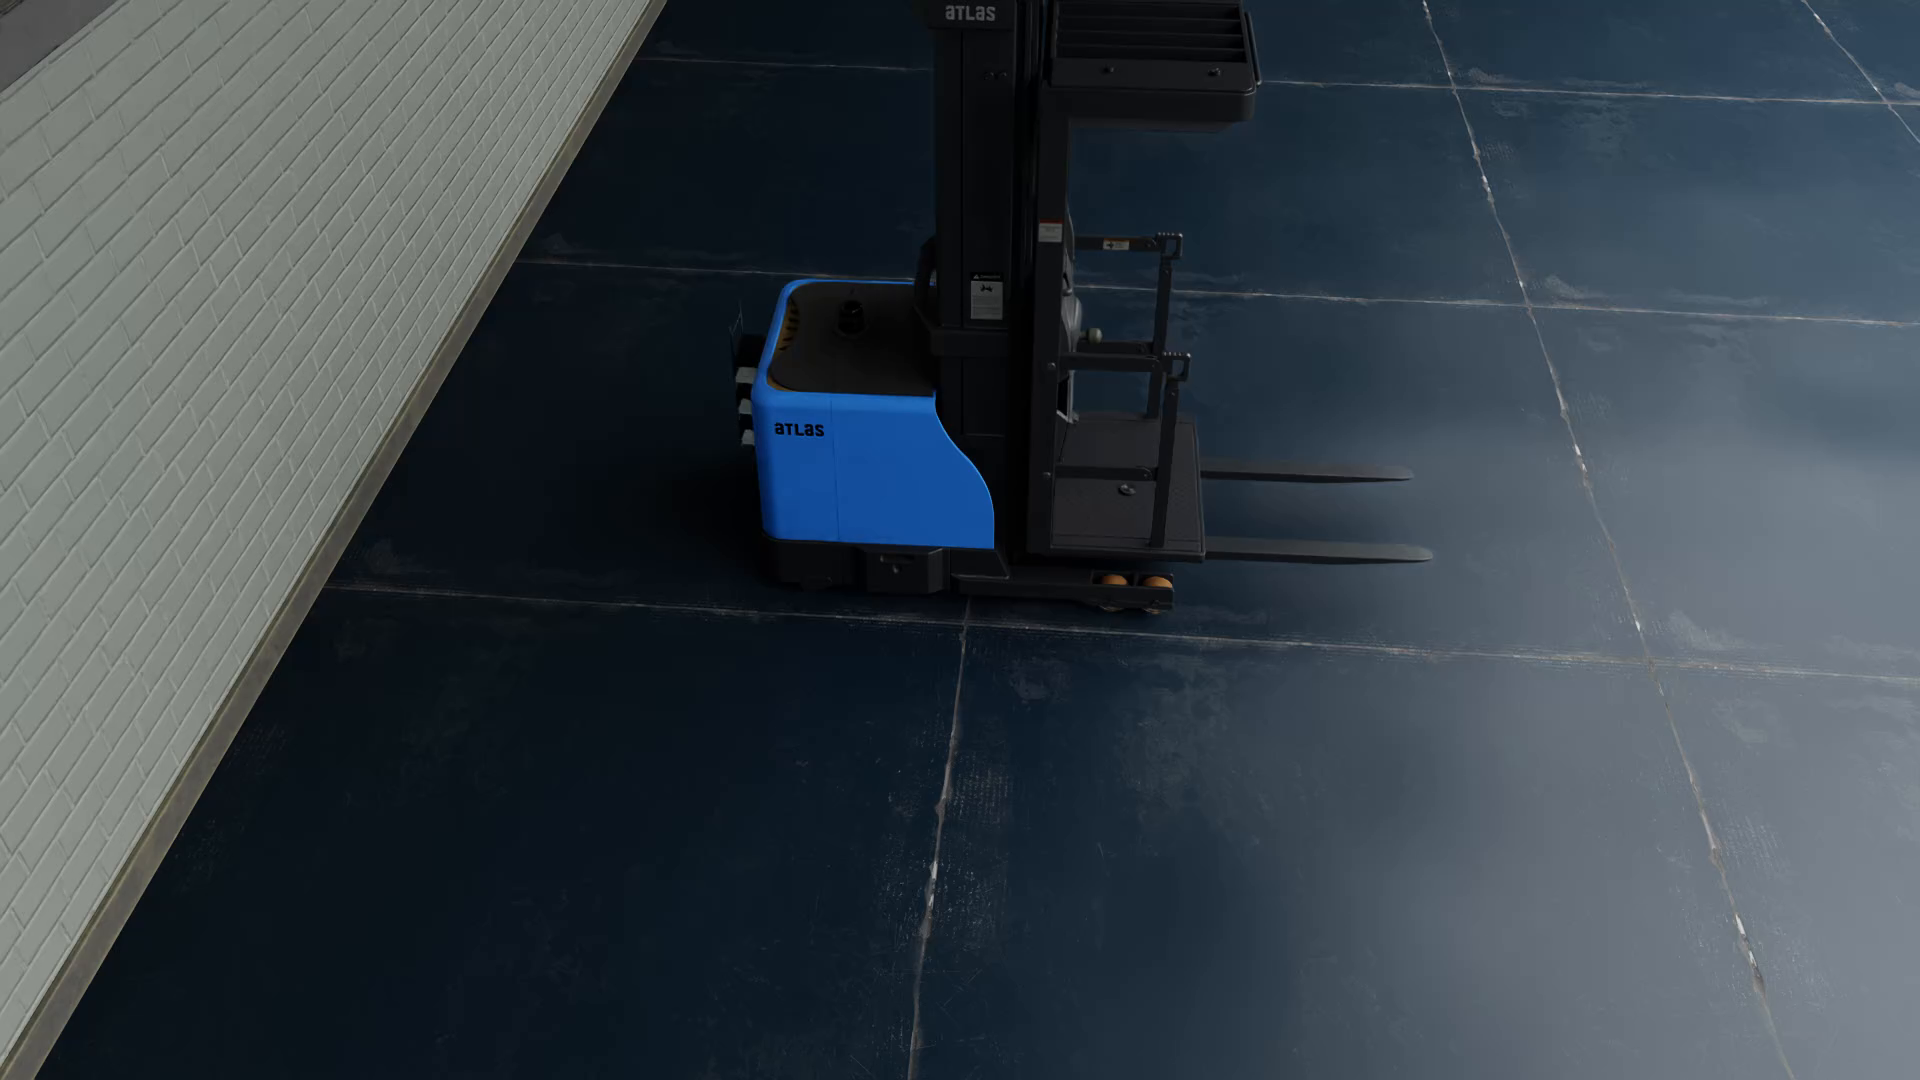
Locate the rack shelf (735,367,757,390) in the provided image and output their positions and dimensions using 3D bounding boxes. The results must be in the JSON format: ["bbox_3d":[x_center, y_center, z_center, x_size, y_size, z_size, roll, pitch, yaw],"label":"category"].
[{"bbox_3d":[-0.955,-0.817,7.979,0.200,0.077,0.258,4,39,4],"label":"rack shelf"}]

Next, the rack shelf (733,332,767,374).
[{"bbox_3d":[-0.955,-0.886,7.922,0.200,0.077,0.258,4,39,4],"label":"rack shelf"}]

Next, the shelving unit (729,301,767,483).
[{"bbox_3d":[-0.955,-0.703,8.071,0.210,0.900,0.258,4,39,4],"label":"shelving unit"}]

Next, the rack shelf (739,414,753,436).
[{"bbox_3d":[-0.955,-0.607,8.149,0.200,0.077,0.258,4,39,4],"label":"rack shelf"}]

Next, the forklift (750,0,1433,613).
[{"bbox_3d":[0.638,-1.156,7.019,3.031,2.935,1.130,3,39,3],"label":"forklift"}]

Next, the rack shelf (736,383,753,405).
[{"bbox_3d":[-0.955,-0.747,8.035,0.200,0.077,0.258,4,39,4],"label":"rack shelf"}]

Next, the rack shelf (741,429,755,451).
[{"bbox_3d":[-0.955,-0.537,8.206,0.200,0.077,0.258,4,39,4],"label":"rack shelf"}]

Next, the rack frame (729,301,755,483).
[{"bbox_3d":[-1.056,-0.709,8.079,0.006,0.900,0.240,4,39,4],"label":"rack frame"}]

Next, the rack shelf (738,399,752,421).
[{"bbox_3d":[-0.955,-0.677,8.092,0.200,0.077,0.258,4,39,4],"label":"rack shelf"}]
